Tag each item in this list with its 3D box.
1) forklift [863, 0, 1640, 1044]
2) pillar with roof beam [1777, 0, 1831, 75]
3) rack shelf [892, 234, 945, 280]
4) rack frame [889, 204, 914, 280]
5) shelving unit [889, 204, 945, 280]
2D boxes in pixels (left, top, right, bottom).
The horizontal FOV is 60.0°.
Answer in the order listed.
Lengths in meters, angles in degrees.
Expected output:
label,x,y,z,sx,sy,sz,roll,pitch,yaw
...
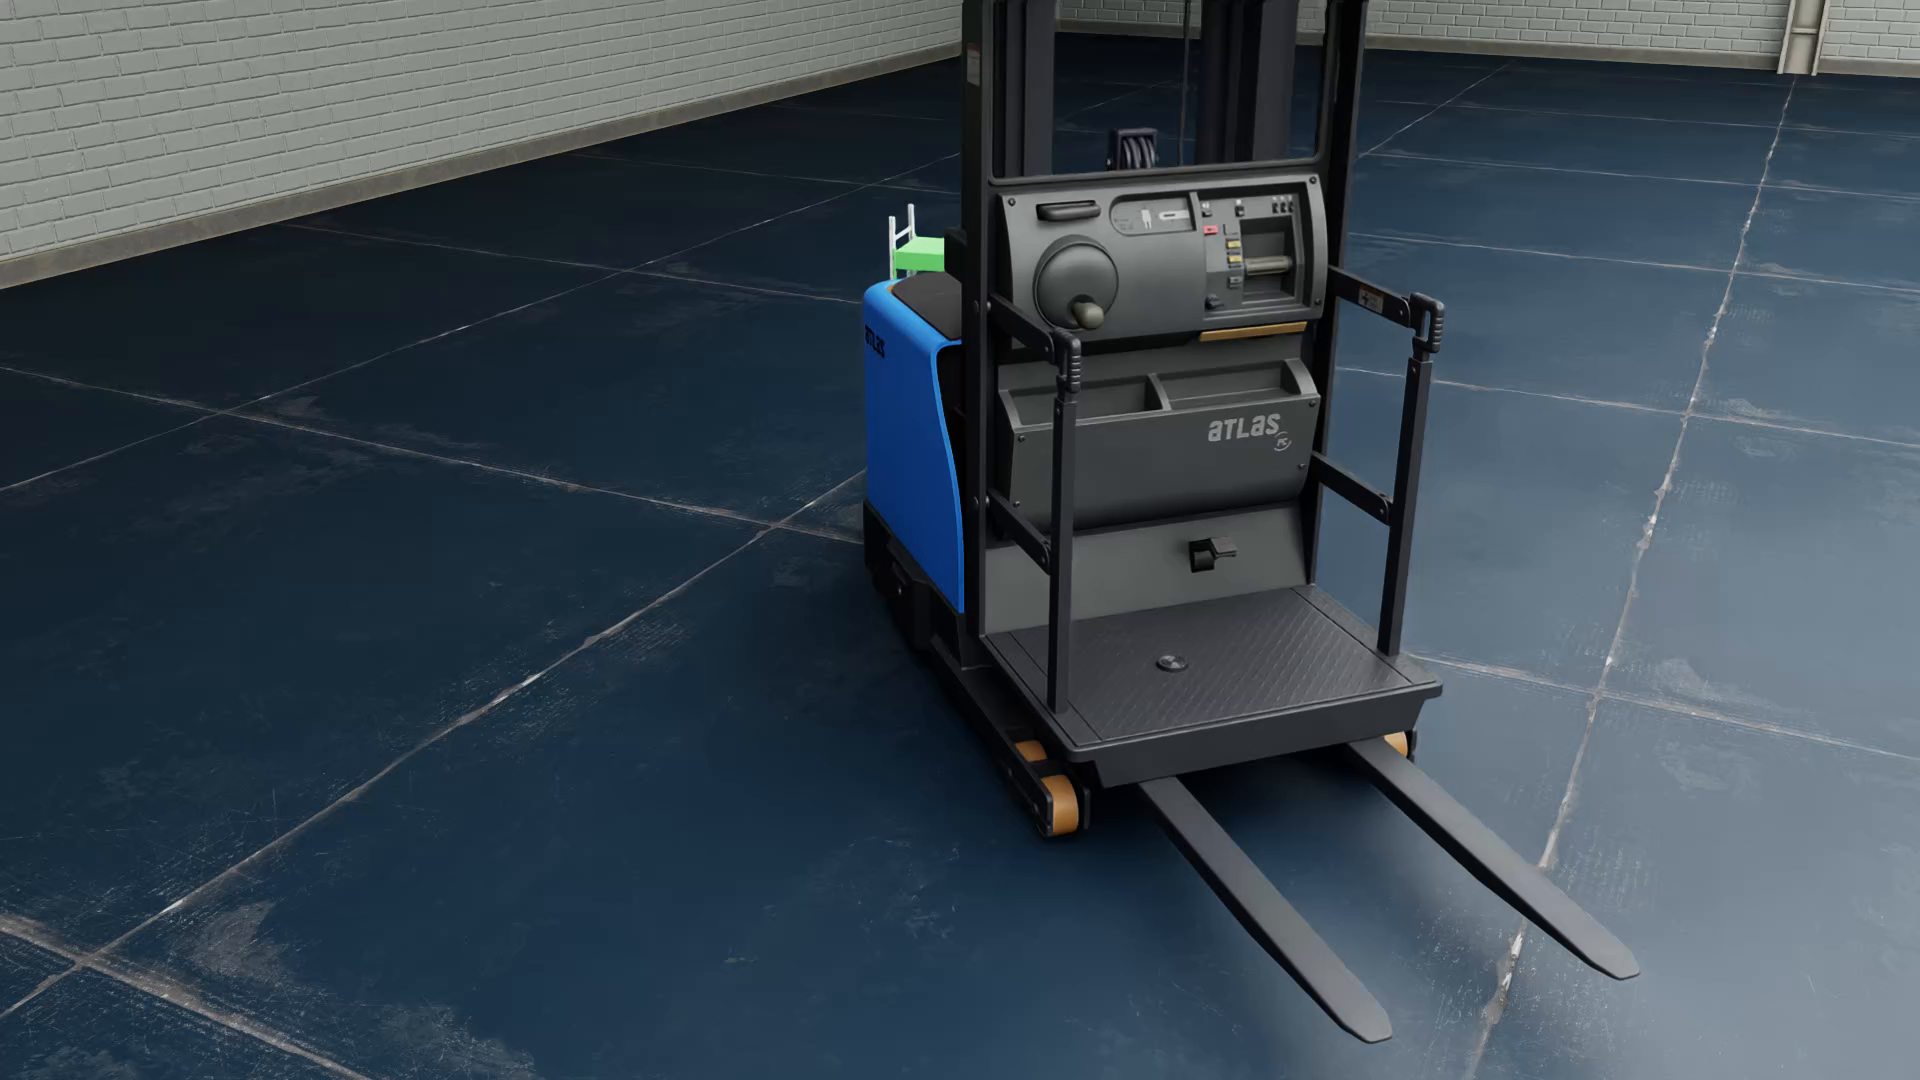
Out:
label,x,y,z,sx,sy,sz,roll,pitch,yaw
forklift,0.629,-0.742,4.250,1.130,2.935,3.031,-8,24,-18
pillar with roof beam,7.330,-7.814,13.126,0.400,9.000,9.100,11,25,25
rack shelf,0.025,-0.986,5.972,0.480,0.148,0.258,7,24,15
rack frame,-0.210,-0.630,6.198,0.015,1.200,0.240,7,24,15
shelving unit,0.025,-0.603,6.135,0.503,1.200,0.258,7,24,15
